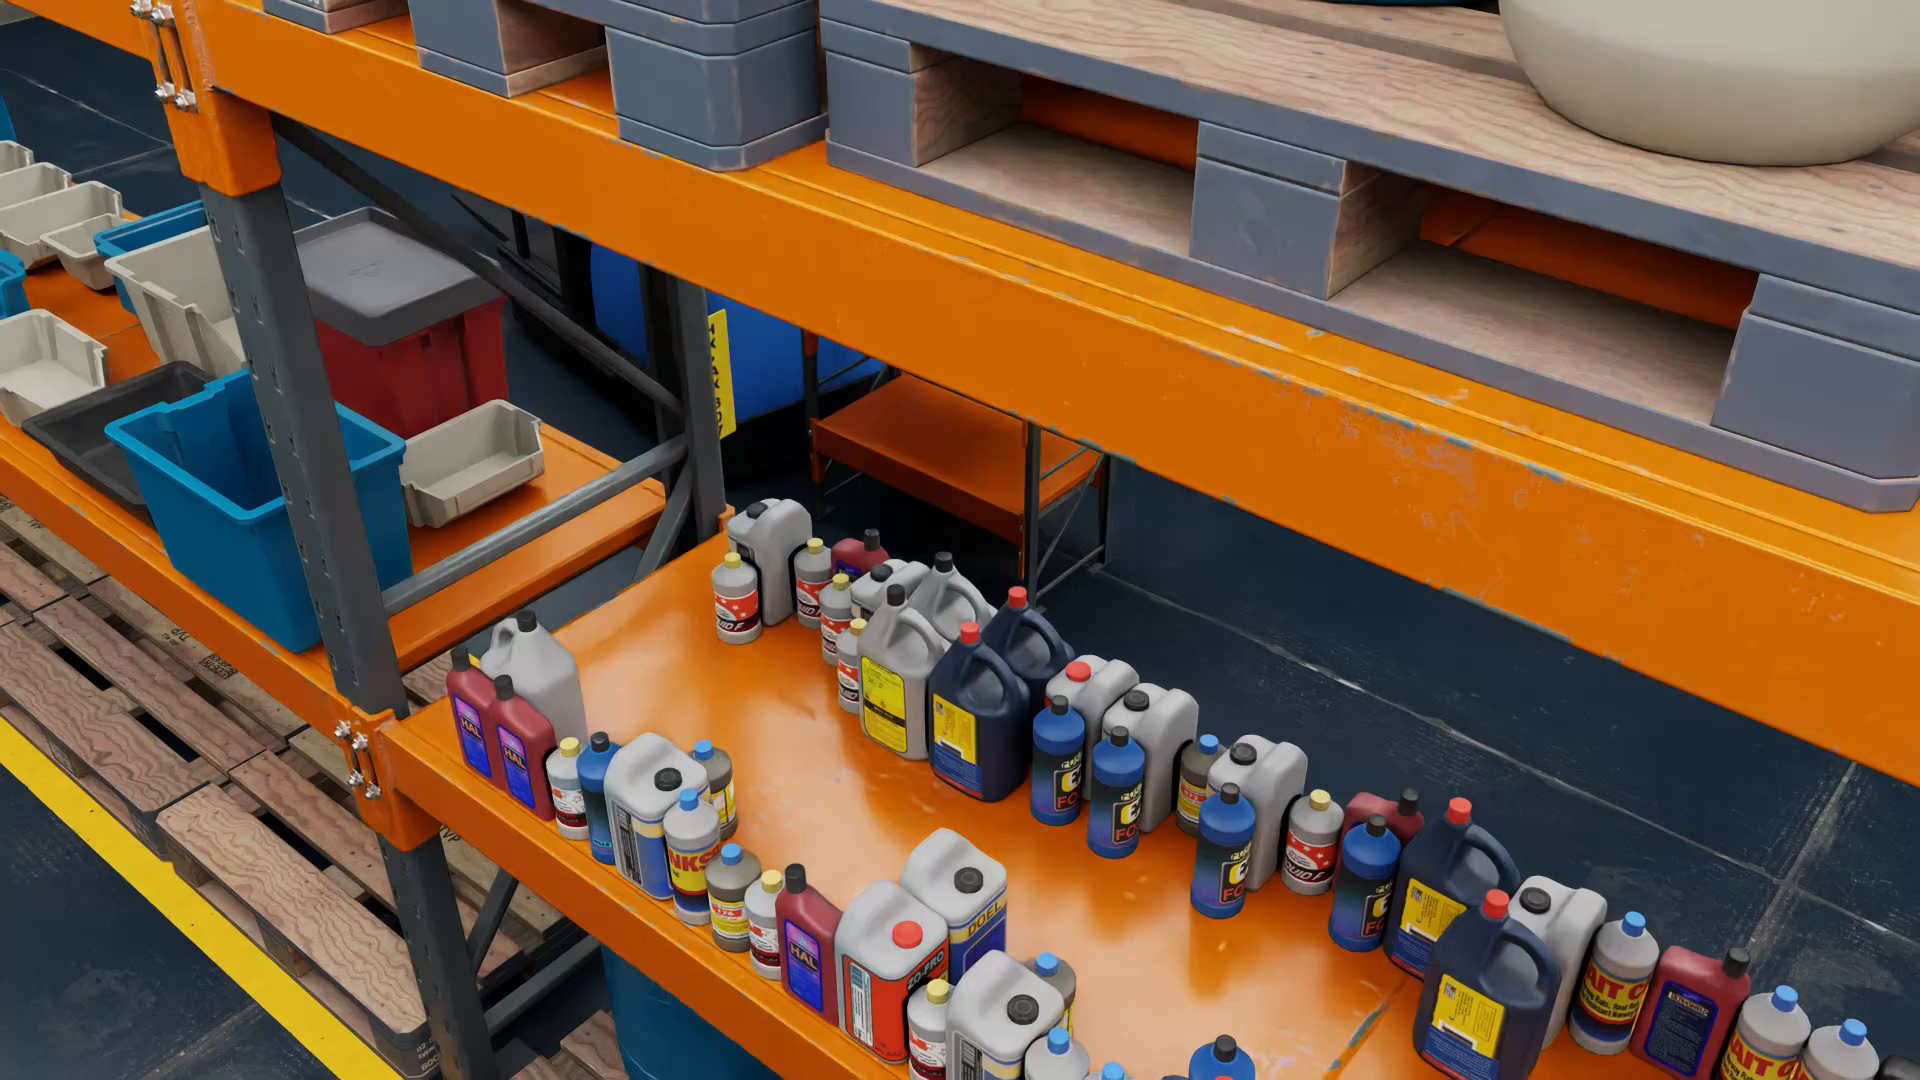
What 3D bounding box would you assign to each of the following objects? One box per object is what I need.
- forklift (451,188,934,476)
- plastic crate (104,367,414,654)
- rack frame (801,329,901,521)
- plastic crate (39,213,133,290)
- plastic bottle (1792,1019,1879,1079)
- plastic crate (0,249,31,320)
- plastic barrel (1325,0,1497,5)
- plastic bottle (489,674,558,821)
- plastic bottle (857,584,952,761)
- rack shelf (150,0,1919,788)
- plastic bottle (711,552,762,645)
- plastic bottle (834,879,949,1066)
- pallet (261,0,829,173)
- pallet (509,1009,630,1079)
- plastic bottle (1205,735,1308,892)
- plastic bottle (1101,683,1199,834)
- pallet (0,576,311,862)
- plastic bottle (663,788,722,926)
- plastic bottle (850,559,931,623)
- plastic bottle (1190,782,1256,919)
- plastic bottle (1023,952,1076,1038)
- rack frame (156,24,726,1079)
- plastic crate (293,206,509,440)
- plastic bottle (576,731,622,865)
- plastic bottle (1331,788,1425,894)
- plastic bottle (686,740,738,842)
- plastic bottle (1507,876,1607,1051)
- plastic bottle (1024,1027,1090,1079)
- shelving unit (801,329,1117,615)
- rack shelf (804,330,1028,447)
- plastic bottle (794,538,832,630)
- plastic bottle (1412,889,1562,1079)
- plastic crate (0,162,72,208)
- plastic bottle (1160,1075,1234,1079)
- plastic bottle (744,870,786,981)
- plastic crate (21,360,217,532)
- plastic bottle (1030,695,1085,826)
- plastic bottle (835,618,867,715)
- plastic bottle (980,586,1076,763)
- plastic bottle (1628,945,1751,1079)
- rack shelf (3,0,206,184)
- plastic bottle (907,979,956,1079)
[{"bbox_3d":[-1.401,-2.233,6.913,1.130,2.935,3.031,-23,41,-30],"label":"forklift"},{"bbox_3d":[-1.506,-0.065,3.656,0.575,0.384,0.392,25,42,32],"label":"plastic crate"},{"bbox_3d":[-0.396,-0.650,6.203,0.032,1.125,0.500,25,42,32],"label":"rack frame"},{"bbox_3d":[-2.578,-0.874,5.052,0.250,0.136,0.298,25,42,32],"label":"plastic crate"},{"bbox_3d":[1.312,0.825,2.513,0.097,0.271,0.097,0,34,0],"label":"plastic bottle"},{"bbox_3d":[-2.782,-0.612,4.587,0.300,0.233,0.416,25,42,32],"label":"plastic crate"},{"bbox_3d":[0.480,-1.091,1.725,0.708,0.901,0.600,25,42,32],"label":"plastic barrel"},{"bbox_3d":[-0.818,0.389,3.137,0.133,0.283,0.061,25,42,32],"label":"plastic bottle"},{"bbox_3d":[-0.106,0.248,3.283,0.185,0.351,0.144,25,42,32],"label":"plastic bottle"},{"bbox_3d":[0.608,-0.242,1.938,4.000,0.370,1.077,25,42,32],"label":"rack shelf"},{"bbox_3d":[-0.485,0.119,3.603,0.097,0.201,0.097,0,34,0],"label":"plastic bottle"},{"bbox_3d":[-0.106,0.694,2.700,0.135,0.276,0.152,25,42,32],"label":"plastic bottle"},{"bbox_3d":[-0.264,-0.943,2.491,1.003,0.211,1.213,25,42,32],"label":"pallet"},{"bbox_3d":[-0.363,1.421,3.994,1.213,0.211,1.003,25,42,32],"label":"pallet"},{"bbox_3d":[0.530,0.475,3.018,0.135,0.276,0.152,25,42,32],"label":"plastic bottle"},{"bbox_3d":[0.352,0.391,3.141,0.135,0.276,0.152,25,42,32],"label":"plastic bottle"},{"bbox_3d":[-2.461,0.432,5.434,1.213,0.211,1.003,25,42,32],"label":"pallet"},{"bbox_3d":[-0.465,0.547,2.918,0.097,0.271,0.097,0,34,0],"label":"plastic bottle"},{"bbox_3d":[-0.139,0.160,3.478,0.135,0.276,0.152,25,42,32],"label":"plastic bottle"},{"bbox_3d":[0.465,0.538,2.931,0.097,0.271,0.097,0,34,0],"label":"plastic bottle"},{"bbox_3d":[0.138,0.748,2.687,0.097,0.201,0.097,0,34,0],"label":"plastic bottle"},{"bbox_3d":[-0.929,-0.026,3.638,0.127,3.000,1.000,25,42,32],"label":"rack frame"},{"bbox_3d":[-1.455,-0.510,4.233,0.583,0.464,0.402,25,42,32],"label":"plastic crate"},{"bbox_3d":[-0.643,0.463,3.040,0.097,0.271,0.097,0,34,0],"label":"plastic bottle"},{"bbox_3d":[0.737,0.536,2.923,0.133,0.283,0.061,25,42,32],"label":"plastic bottle"},{"bbox_3d":[-0.471,0.461,3.105,0.097,0.201,0.097,0,34,0],"label":"plastic bottle"},{"bbox_3d":[0.953,0.674,2.728,0.135,0.276,0.152,25,42,32],"label":"plastic bottle"},{"bbox_3d":[0.144,0.834,2.500,0.097,0.271,0.097,0,34,0],"label":"plastic bottle"},{"bbox_3d":[-0.005,-0.466,5.935,1.048,1.125,0.538,25,42,32],"label":"shelving unit"},{"bbox_3d":[-0.005,-0.707,5.769,1.000,0.278,0.538,25,42,32],"label":"rack shelf"},{"bbox_3d":[-0.313,0.088,3.648,0.097,0.201,0.097,0,34,0],"label":"plastic bottle"},{"bbox_3d":[0.839,0.699,2.626,0.185,0.351,0.144,25,42,32],"label":"plastic bottle"},{"bbox_3d":[-3.047,-1.063,5.328,0.243,0.136,0.396,25,42,32],"label":"plastic crate"},{"bbox_3d":[0.342,0.877,2.367,0.185,0.351,0.144,25,42,32],"label":"plastic bottle"},{"bbox_3d":[-0.315,0.646,2.835,0.097,0.201,0.097,0,34,0],"label":"plastic bottle"},{"bbox_3d":[-1.962,-0.226,4.119,0.590,0.125,0.437,25,42,32],"label":"plastic crate"},{"bbox_3d":[0.183,0.405,3.124,0.097,0.271,0.097,0,34,0],"label":"plastic bottle"},{"bbox_3d":[-0.204,0.251,3.410,0.097,0.201,0.097,0,34,0],"label":"plastic bottle"},{"bbox_3d":[0.128,0.252,3.277,0.185,0.351,0.144,25,42,32],"label":"plastic bottle"},{"bbox_3d":[1.160,0.735,2.633,0.133,0.283,0.061,25,42,32],"label":"plastic bottle"},{"bbox_3d":[-2.466,-1.690,4.048,4.000,0.370,1.077,25,42,32],"label":"rack shelf"},{"bbox_3d":[-0.034,0.779,2.642,0.097,0.201,0.097,0,34,0],"label":"plastic bottle"}]
